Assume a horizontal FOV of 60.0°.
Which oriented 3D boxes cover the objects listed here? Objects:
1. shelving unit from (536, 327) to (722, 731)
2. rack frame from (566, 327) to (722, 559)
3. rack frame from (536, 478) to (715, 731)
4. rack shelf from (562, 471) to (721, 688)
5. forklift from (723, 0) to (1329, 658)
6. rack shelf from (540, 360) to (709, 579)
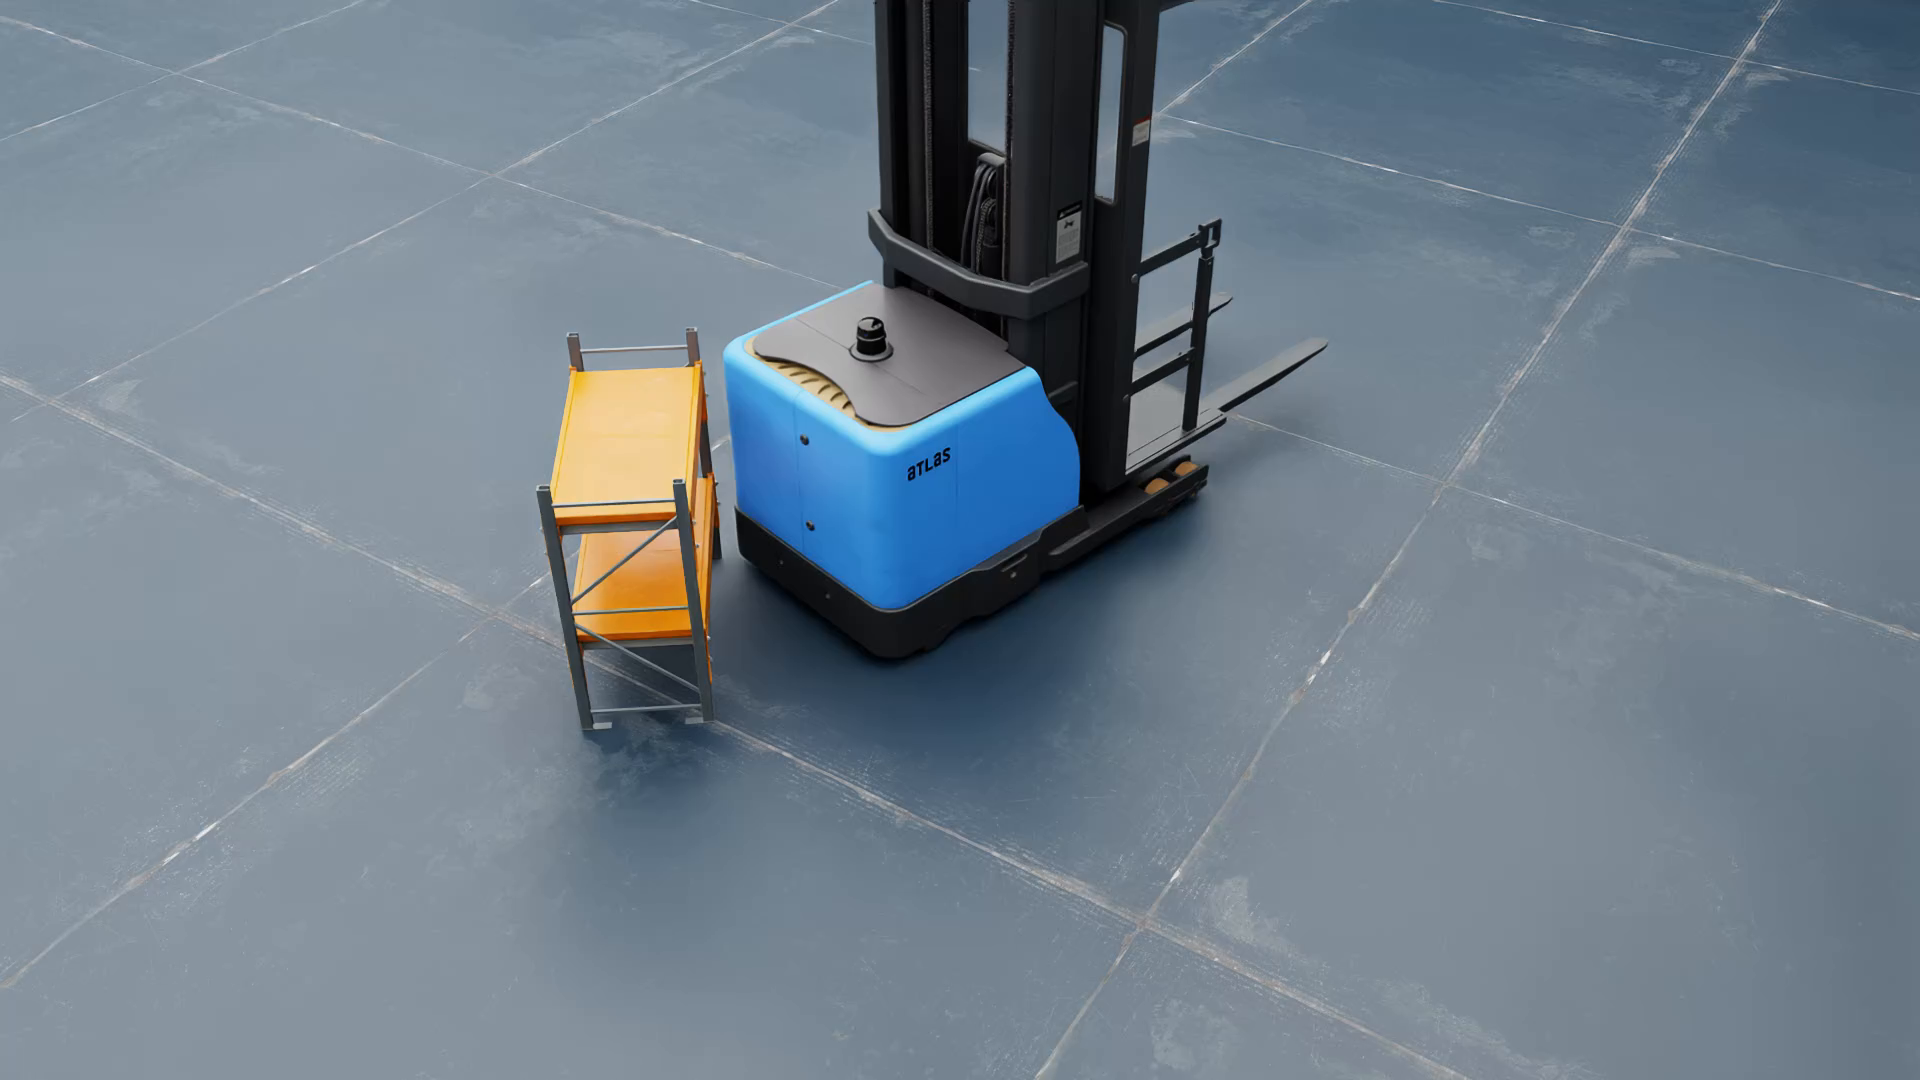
[{"bbox_3d":[-1.230,-0.053,6.397,0.538,1.125,1.048,-3,38,-4],"label":"shelving unit"},{"bbox_3d":[-1.274,-0.362,6.798,0.500,1.125,0.032,-3,38,-4],"label":"rack frame"},{"bbox_3d":[-1.187,0.256,5.996,0.500,1.125,0.032,-3,38,-4],"label":"rack frame"},{"bbox_3d":[-1.230,0.141,6.547,0.538,0.278,1.000,-3,38,-4],"label":"rack shelf"},{"bbox_3d":[0.476,-1.476,6.764,3.031,2.935,1.130,-30,47,-33],"label":"forklift"},{"bbox_3d":[-1.230,-0.285,6.219,0.538,0.278,1.000,-3,38,-4],"label":"rack shelf"}]
